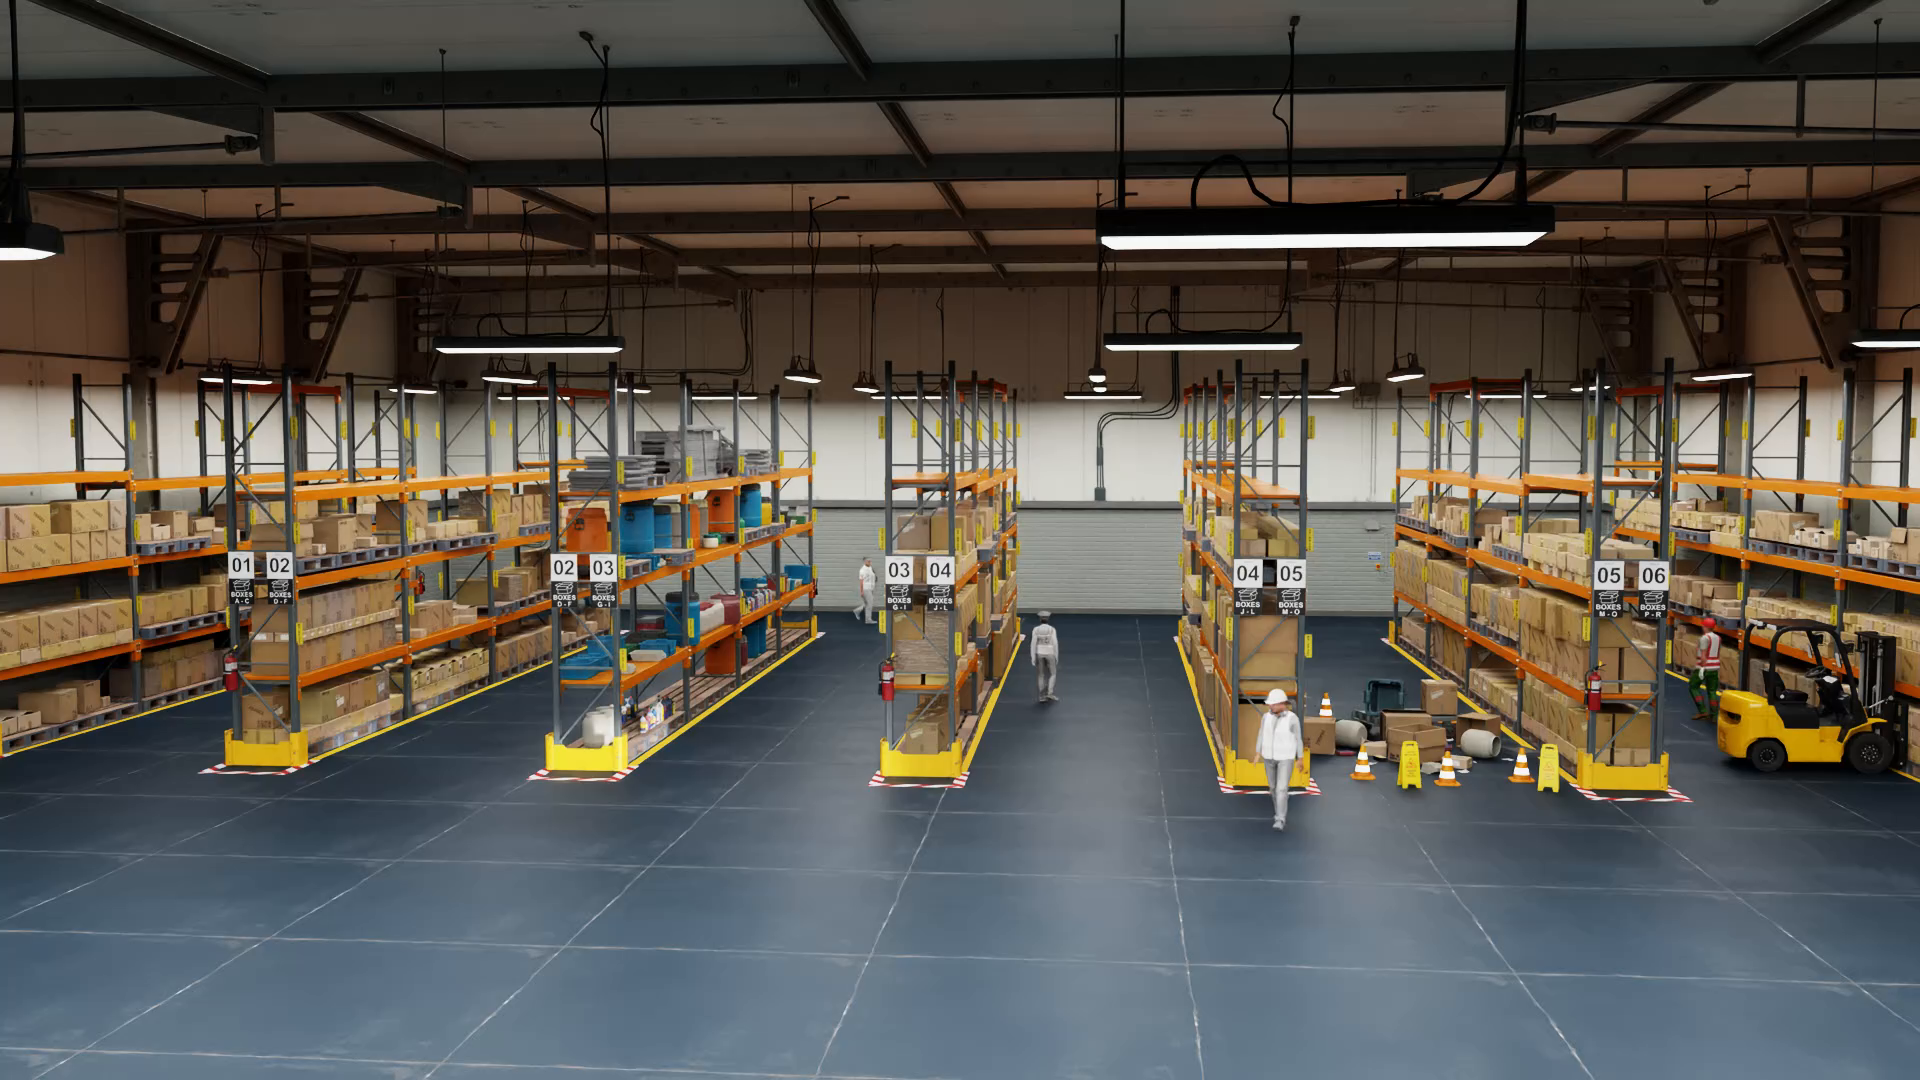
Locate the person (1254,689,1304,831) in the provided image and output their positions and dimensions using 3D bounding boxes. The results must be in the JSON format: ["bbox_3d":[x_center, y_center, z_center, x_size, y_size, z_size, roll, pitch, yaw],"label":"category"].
[{"bbox_3d":[4.012,2.756,21.046,0.586,1.743,0.902,3,5,38],"label":"person"}]

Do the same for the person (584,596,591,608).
[{"bbox_3d":[-9.726,1.332,43.460,0.427,1.589,0.453,-4,5,-43],"label":"person"}]

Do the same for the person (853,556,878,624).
[{"bbox_3d":[-2.441,1.277,43.047,0.660,1.754,0.511,1,4,8],"label":"person"}]

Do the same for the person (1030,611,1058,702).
[{"bbox_3d":[1.558,2.158,30.573,0.539,1.679,0.537,1,4,12],"label":"person"}]

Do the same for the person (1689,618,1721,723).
[{"bbox_3d":[12.832,2.222,28.515,0.551,1.772,0.504,-1,4,-15],"label":"person"}]
